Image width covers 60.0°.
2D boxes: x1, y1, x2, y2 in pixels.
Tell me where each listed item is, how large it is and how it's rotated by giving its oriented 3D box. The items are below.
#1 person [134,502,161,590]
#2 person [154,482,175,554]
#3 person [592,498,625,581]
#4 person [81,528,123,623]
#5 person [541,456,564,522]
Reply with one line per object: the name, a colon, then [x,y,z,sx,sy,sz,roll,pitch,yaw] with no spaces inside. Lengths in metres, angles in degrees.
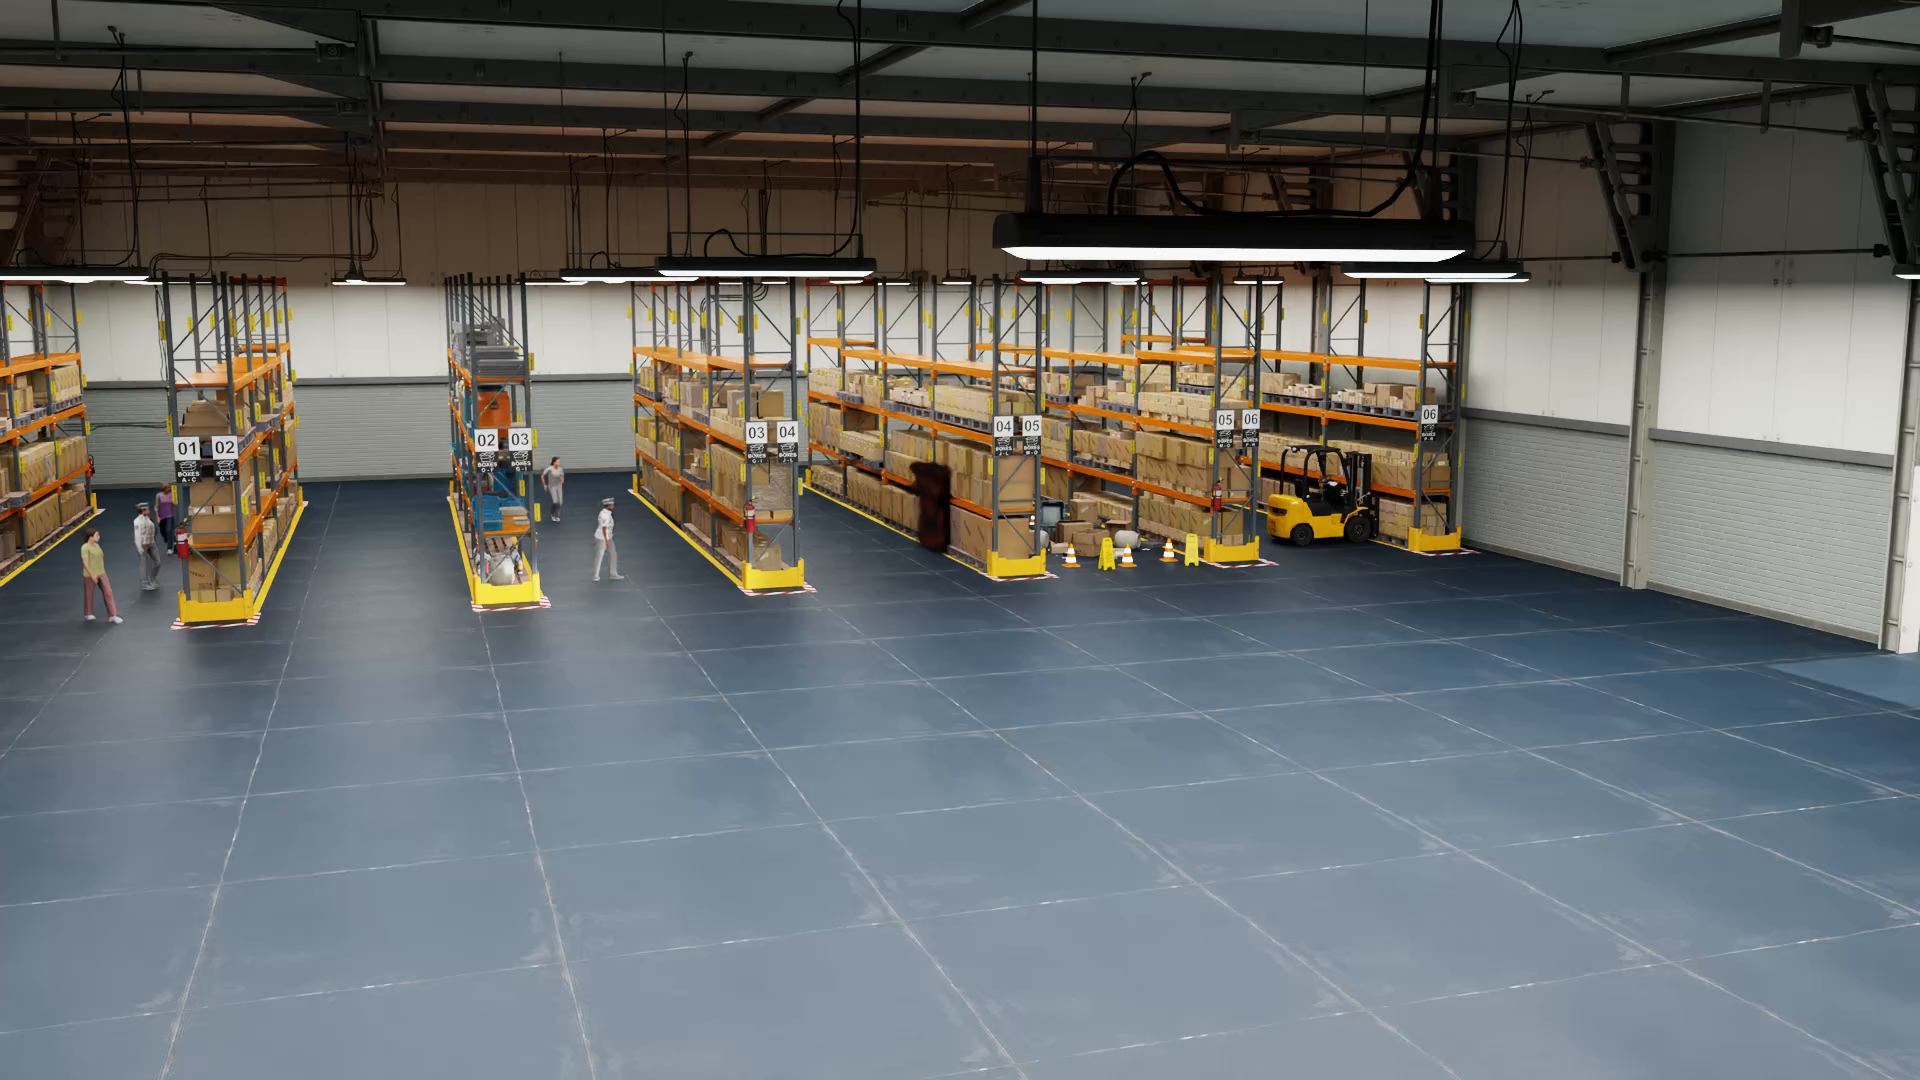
person: [-15.600,0.119,31.853,0.390,1.687,0.523,3,9,20]
person: [-17.279,-0.490,36.190,0.381,1.536,0.865,-2,9,-14]
person: [-7.002,-0.013,32.763,0.608,1.643,0.508,2,9,15]
person: [-14.828,0.599,28.524,0.967,1.622,0.424,7,11,40]
person: [-9.985,-1.248,40.956,0.575,1.624,0.481,-5,10,-32]
